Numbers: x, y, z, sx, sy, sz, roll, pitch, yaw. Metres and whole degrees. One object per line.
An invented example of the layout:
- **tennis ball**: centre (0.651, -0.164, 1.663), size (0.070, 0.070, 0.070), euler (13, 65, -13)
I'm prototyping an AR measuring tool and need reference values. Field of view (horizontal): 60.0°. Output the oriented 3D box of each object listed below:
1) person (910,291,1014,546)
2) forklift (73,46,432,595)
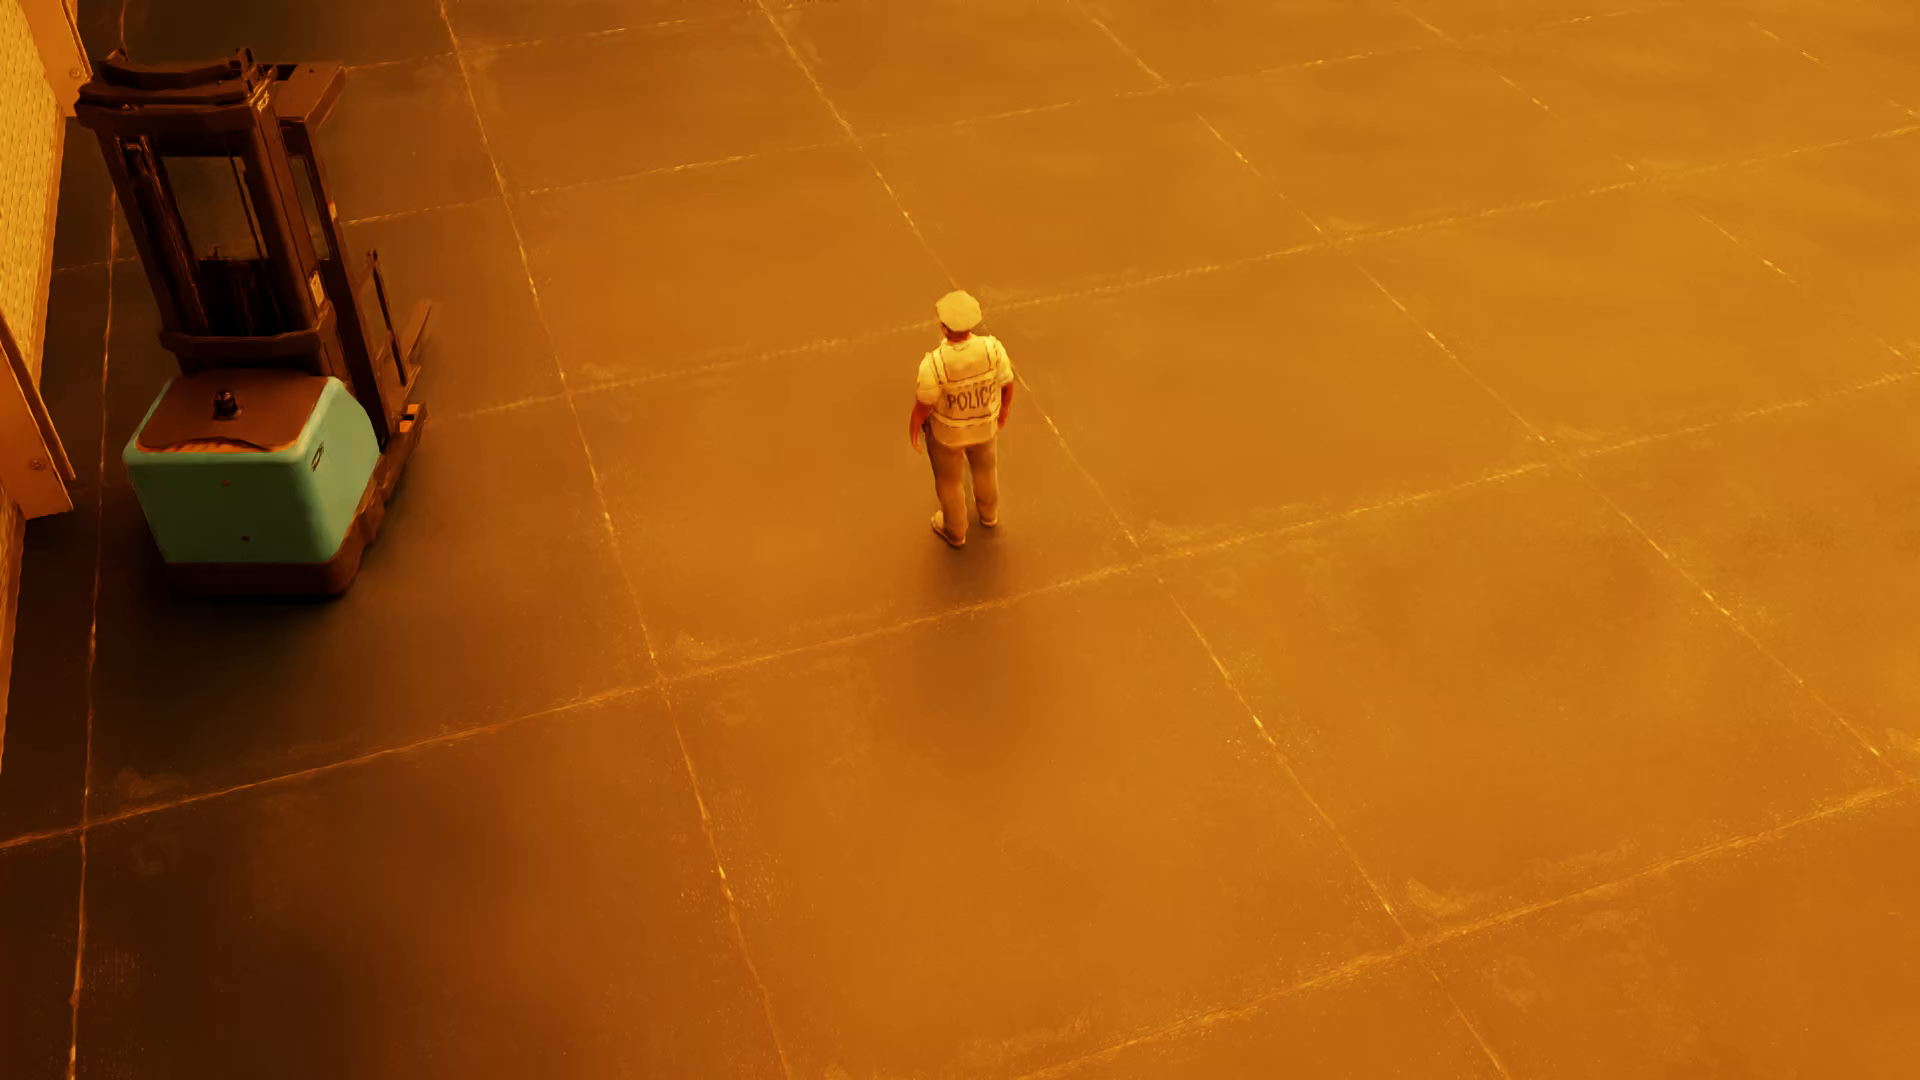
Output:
- **person**: centre (-0.016, -0.738, 9.757), size (0.640, 1.781, 0.574), euler (-13, 42, -15)
- **forklift**: centre (-4.149, -1.718, 10.043), size (1.130, 2.935, 3.031), euler (0, 40, 0)
